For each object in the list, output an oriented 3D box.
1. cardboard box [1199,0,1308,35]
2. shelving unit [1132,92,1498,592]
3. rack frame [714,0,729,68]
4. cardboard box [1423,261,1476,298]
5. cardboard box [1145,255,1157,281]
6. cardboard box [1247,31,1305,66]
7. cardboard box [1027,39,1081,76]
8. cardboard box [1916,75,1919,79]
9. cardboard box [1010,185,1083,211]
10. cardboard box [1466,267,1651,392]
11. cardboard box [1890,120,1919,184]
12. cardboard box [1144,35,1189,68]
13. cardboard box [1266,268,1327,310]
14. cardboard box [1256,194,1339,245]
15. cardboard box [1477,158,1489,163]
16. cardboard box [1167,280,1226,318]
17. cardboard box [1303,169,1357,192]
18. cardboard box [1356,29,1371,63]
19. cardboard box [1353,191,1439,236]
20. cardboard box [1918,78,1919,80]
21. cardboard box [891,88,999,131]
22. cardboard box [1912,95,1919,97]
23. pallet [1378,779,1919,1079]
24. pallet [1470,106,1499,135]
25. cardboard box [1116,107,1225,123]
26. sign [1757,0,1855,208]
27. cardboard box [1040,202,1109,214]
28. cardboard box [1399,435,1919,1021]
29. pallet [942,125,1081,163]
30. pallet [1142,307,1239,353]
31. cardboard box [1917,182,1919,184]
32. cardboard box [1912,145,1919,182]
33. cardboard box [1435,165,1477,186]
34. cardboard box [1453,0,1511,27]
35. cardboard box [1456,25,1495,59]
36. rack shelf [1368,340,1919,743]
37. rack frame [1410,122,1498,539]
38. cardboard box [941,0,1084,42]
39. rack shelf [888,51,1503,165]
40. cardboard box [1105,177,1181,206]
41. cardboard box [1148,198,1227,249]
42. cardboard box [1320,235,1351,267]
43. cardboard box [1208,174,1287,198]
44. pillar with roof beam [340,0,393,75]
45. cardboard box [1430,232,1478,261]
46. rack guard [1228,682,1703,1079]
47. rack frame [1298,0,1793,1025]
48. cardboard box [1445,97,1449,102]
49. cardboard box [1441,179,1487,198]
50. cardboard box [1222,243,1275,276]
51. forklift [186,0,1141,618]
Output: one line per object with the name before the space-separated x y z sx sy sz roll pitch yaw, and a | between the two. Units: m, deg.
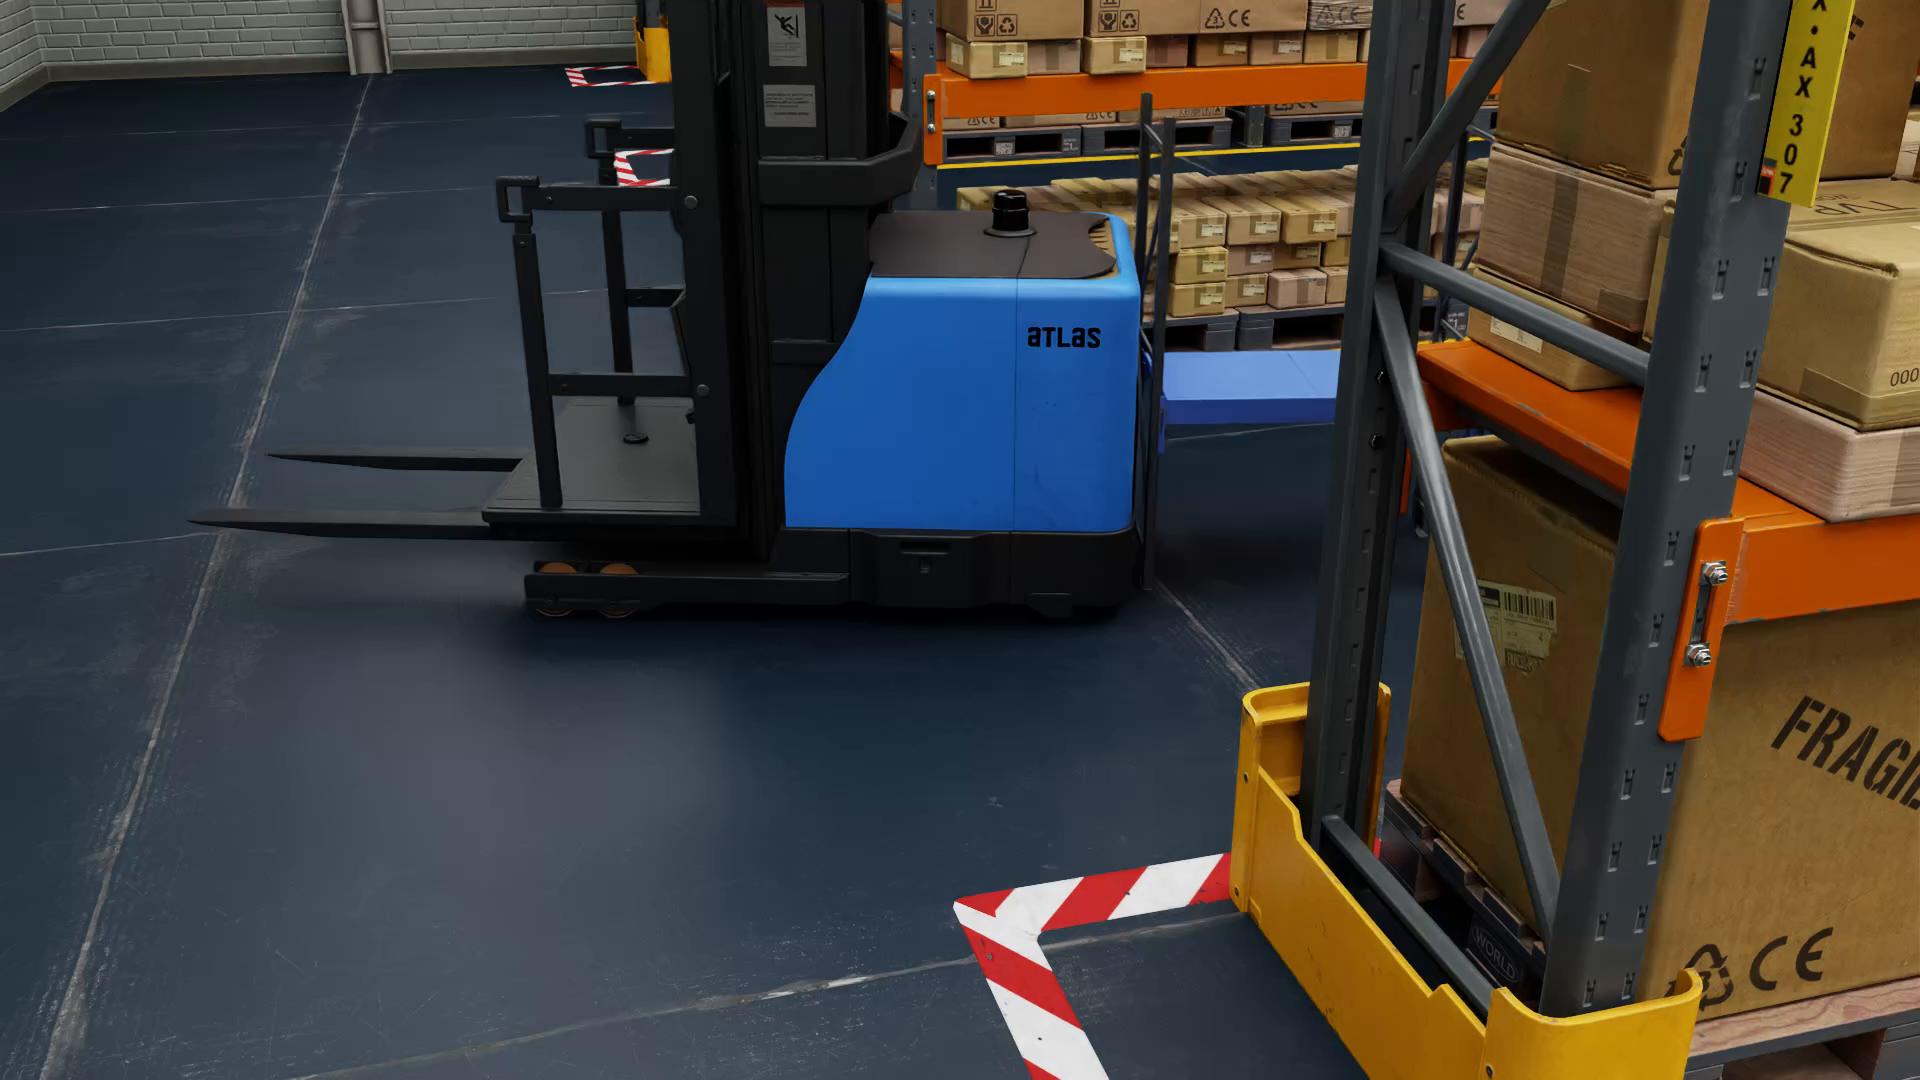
cardboard box | 1.201 -2.511 7.295 0.500 0.500 0.500 -6 24 -14
shelving unit | 1.103 -0.628 5.312 1.048 1.500 0.538 -1 23 -2
rack frame | -1.724 -4.140 11.595 0.127 3.000 1.000 -6 24 -14
cardboard box | 2.279 -1.299 8.057 0.250 0.149 0.380 -6 24 -14
cardboard box | 0.775 -1.317 7.721 0.250 0.149 0.380 -6 24 -14
cardboard box | 1.344 -2.232 7.467 0.250 0.149 0.380 -7 24 -15
cardboard box | 0.345 -2.109 7.180 0.250 0.149 0.380 -5 24 -12
cardboard box | 7.965 -4.195 14.522 0.625 0.372 0.950 -6 24 -13
cardboard box | 0.409 -1.586 7.970 0.250 0.149 0.380 -6 24 -13
cardboard box | 1.207 -0.425 3.256 0.250 0.149 0.380 -6 24 -13
cardboard box | 1.836 -0.652 3.278 0.500 0.250 0.500 -7 24 -15
cardboard box | 0.831 -2.197 7.385 0.250 0.149 0.380 -5 24 -12
cardboard box | 1.527 -1.219 7.871 0.250 0.149 0.380 -8 24 -17
cardboard box | 1.568 -1.503 7.776 0.250 0.149 0.380 -6 24 -14
cardboard box | 2.893 -1.889 8.677 0.250 0.149 0.380 -5 24 -12
cardboard box | 1.044 -1.163 7.738 0.250 0.149 0.380 -6 24 -14
cardboard box | 1.910 -1.751 8.355 0.250 0.149 0.380 -7 24 -17
cardboard box | 1.864 -2.269 7.553 0.250 0.149 0.380 -6 24 -13
cardboard box | 2.053 -1.551 7.888 0.250 0.149 0.380 -7 24 -16
cardboard box | 5.715 -2.429 9.294 0.500 0.250 0.500 -6 24 -14
cardboard box | -0.237 -3.365 12.505 0.875 0.438 0.875 -6 24 -13
cardboard box | 5.349 -2.175 8.702 0.500 0.250 0.500 -5 24 -12
pallet | 1.701 0.789 3.644 1.213 0.211 1.003 -6 24 -14
pallet | 4.026 -3.527 13.703 1.213 0.211 1.003 -6 24 -14
cardboard box | 1.494 -3.556 12.950 0.875 0.438 0.875 -7 24 -15
sign | 1.097 -0.601 2.148 0.005 0.325 0.100 -6 24 -14
cardboard box | 0.539 -1.430 7.607 0.250 0.149 0.380 -6 24 -13
cardboard box | 1.547 0.307 3.393 0.875 0.875 0.875 -6 24 -14
pallet | 0.197 -3.102 12.712 1.213 0.211 1.003 -6 24 -14
pallet | 0.575 -1.072 7.980 1.213 0.211 1.003 -6 24 -14
cardboard box | 1.986 -0.452 2.813 0.500 0.250 0.500 -7 24 -15
cardboard box | 1.969 -0.792 2.654 0.500 0.500 0.500 -7 24 -16
cardboard box | 2.418 -1.807 8.486 0.250 0.149 0.380 -7 24 -16
cardboard box | 2.193 -2.614 7.535 0.500 0.500 0.500 -6 24 -15
cardboard box | 2.349 -2.330 7.695 0.250 0.149 0.380 -7 24 -17
rack shelf | 2.878 -0.260 3.465 4.000 0.370 1.077 -6 24 -14
rack frame | 1.611 -0.636 5.331 0.032 1.500 0.500 -1 23 -2
cardboard box | 0.217 -2.397 7.029 0.500 0.500 0.500 -5 24 -12
rack shelf | 1.636 -2.154 7.879 4.000 0.370 1.077 -6 24 -14
cardboard box | 0.890 -1.665 8.155 0.250 0.149 0.380 -7 24 -16
cardboard box | 1.033 -1.466 7.691 0.250 0.149 0.380 -8 24 -17
cardboard box | 1.794 -1.437 8.001 0.250 0.149 0.380 -5 24 -12
cardboard box | 1.418 -1.701 8.238 0.250 0.149 0.380 -7 24 -16
pillar with roof beam | -4.745 -7.202 11.122 0.400 9.000 9.100 -6 24 -14
cardboard box | 2.326 -1.470 8.078 0.250 0.149 0.380 -6 24 -13
rack guard | 0.930 0.773 3.314 0.348 0.500 1.175 -6 24 -14
rack frame | 0.953 -0.378 2.827 0.127 3.000 1.000 -6 24 -14
cardboard box | 3.570 -3.979 13.380 0.875 0.875 0.875 -6 24 -13
cardboard box | 2.545 -1.648 8.115 0.250 0.149 0.380 -6 24 -13
cardboard box | 1.281 -1.368 7.839 0.250 0.149 0.380 -7 24 -17
forklift | -0.958 -1.310 5.086 3.031 2.935 1.130 1 23 2
